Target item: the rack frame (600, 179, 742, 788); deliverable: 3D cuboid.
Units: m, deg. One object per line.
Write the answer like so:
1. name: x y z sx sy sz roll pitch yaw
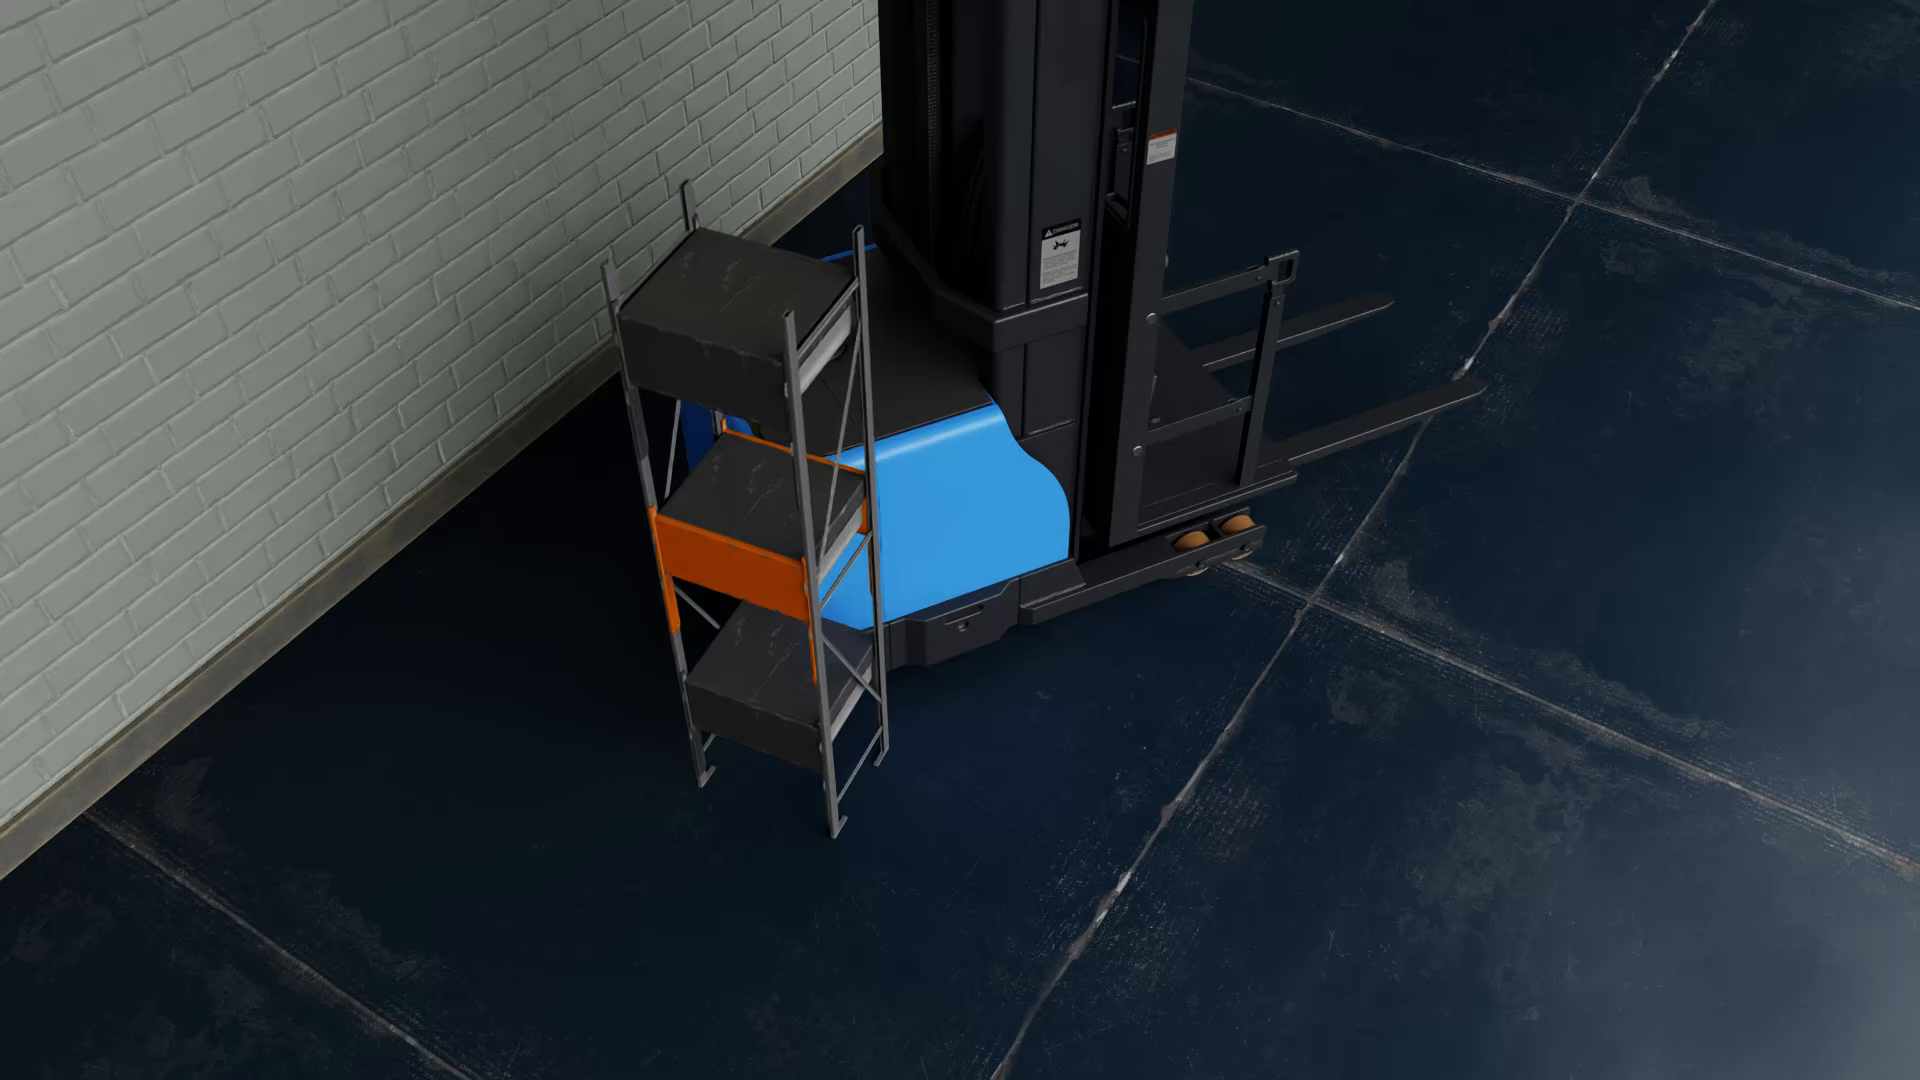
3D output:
1. rack frame: -0.770 -0.050 4.834 0.015 2.100 0.400 18 48 16

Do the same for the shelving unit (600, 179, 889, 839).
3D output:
1. shelving unit: -0.547 0.021 4.765 0.503 2.100 0.431 18 48 16

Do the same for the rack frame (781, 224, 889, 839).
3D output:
1. rack frame: -0.324 0.092 4.696 0.015 2.100 0.400 18 48 16

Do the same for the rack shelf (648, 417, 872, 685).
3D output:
1. rack shelf: -0.547 0.031 4.775 0.480 0.518 0.431 18 48 16

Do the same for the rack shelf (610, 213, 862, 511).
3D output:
1. rack shelf: -0.547 -0.458 4.273 0.480 0.518 0.431 18 48 16

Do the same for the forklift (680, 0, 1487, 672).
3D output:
1. forklift: 0.562 -1.214 5.386 3.031 2.935 1.130 -19 49 -18

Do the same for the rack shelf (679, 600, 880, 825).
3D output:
1. rack shelf: -0.548 0.519 5.276 0.480 0.518 0.431 18 48 16
